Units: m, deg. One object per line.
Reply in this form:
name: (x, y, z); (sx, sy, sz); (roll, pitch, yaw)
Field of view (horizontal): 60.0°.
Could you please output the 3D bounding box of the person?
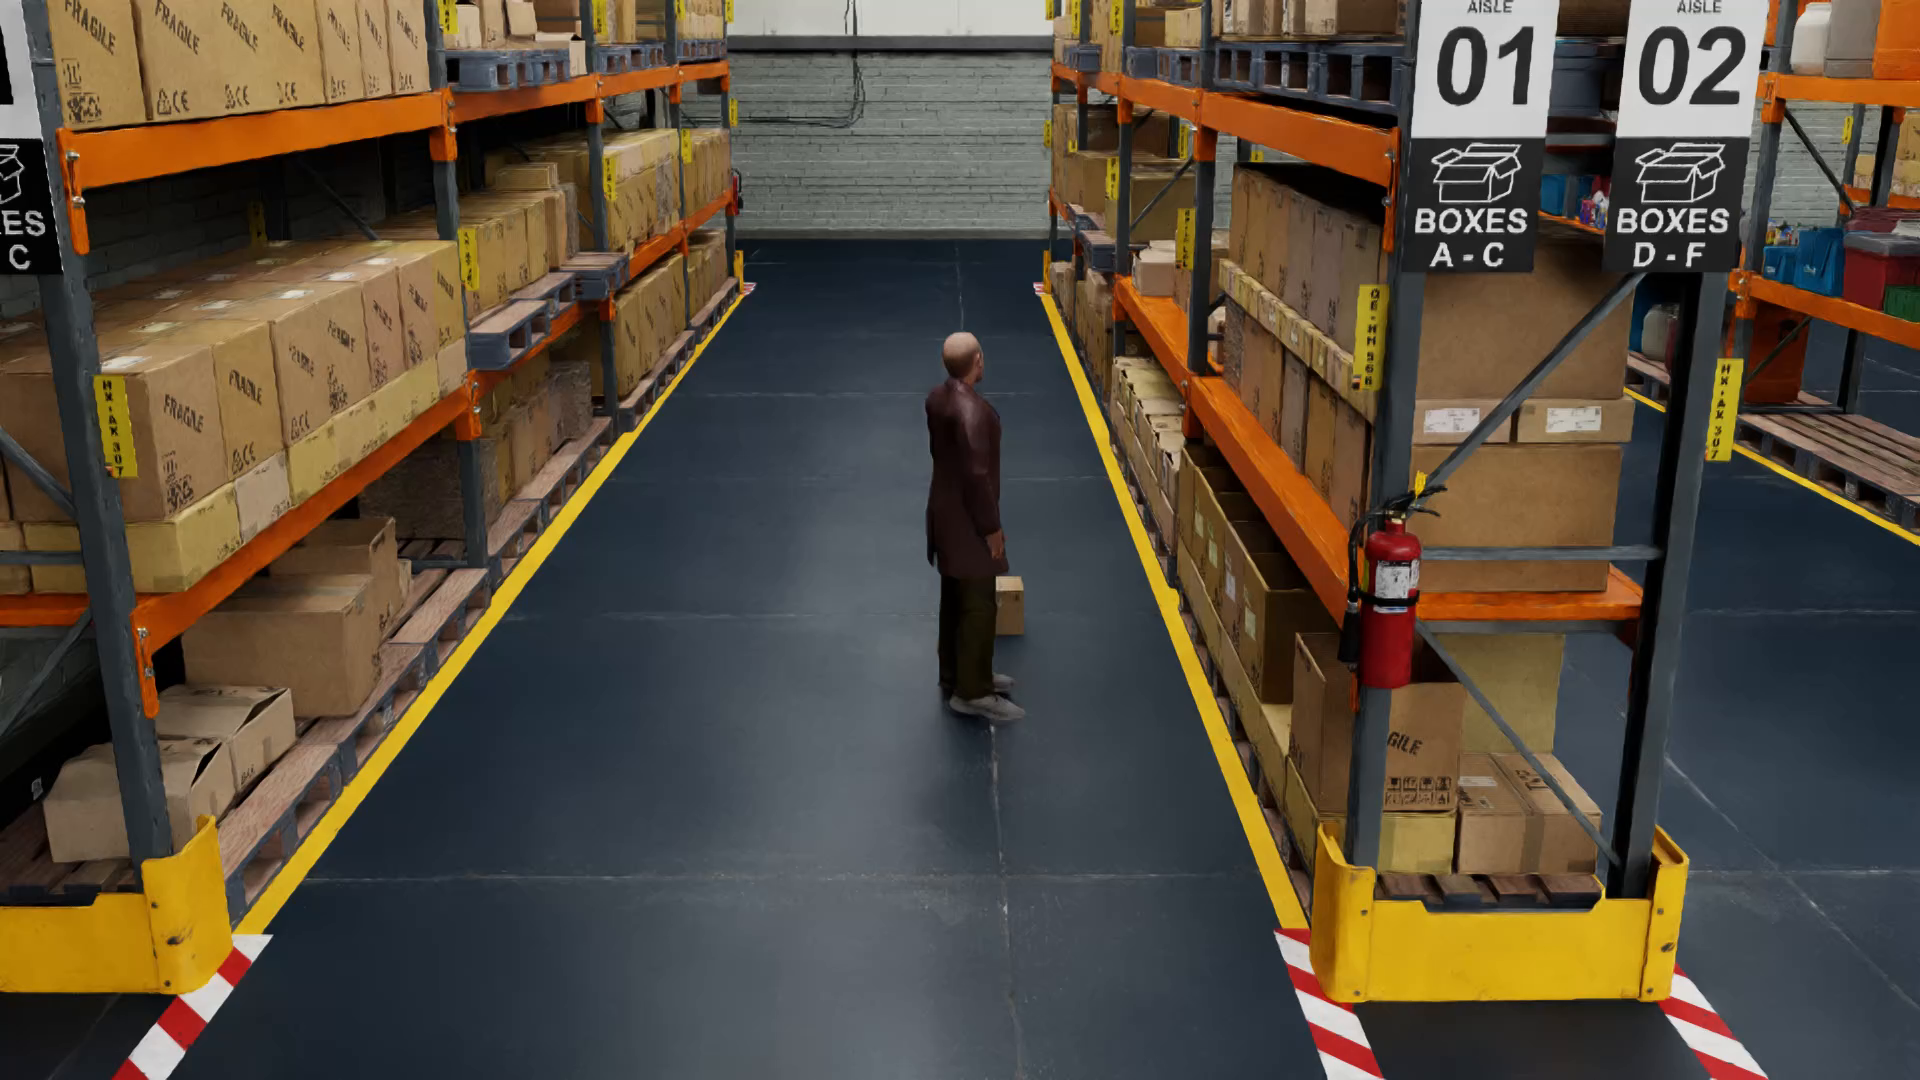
person: (0.069, -0.073, 7.805); (0.432, 1.826, 0.631); (-6, 18, -18)
